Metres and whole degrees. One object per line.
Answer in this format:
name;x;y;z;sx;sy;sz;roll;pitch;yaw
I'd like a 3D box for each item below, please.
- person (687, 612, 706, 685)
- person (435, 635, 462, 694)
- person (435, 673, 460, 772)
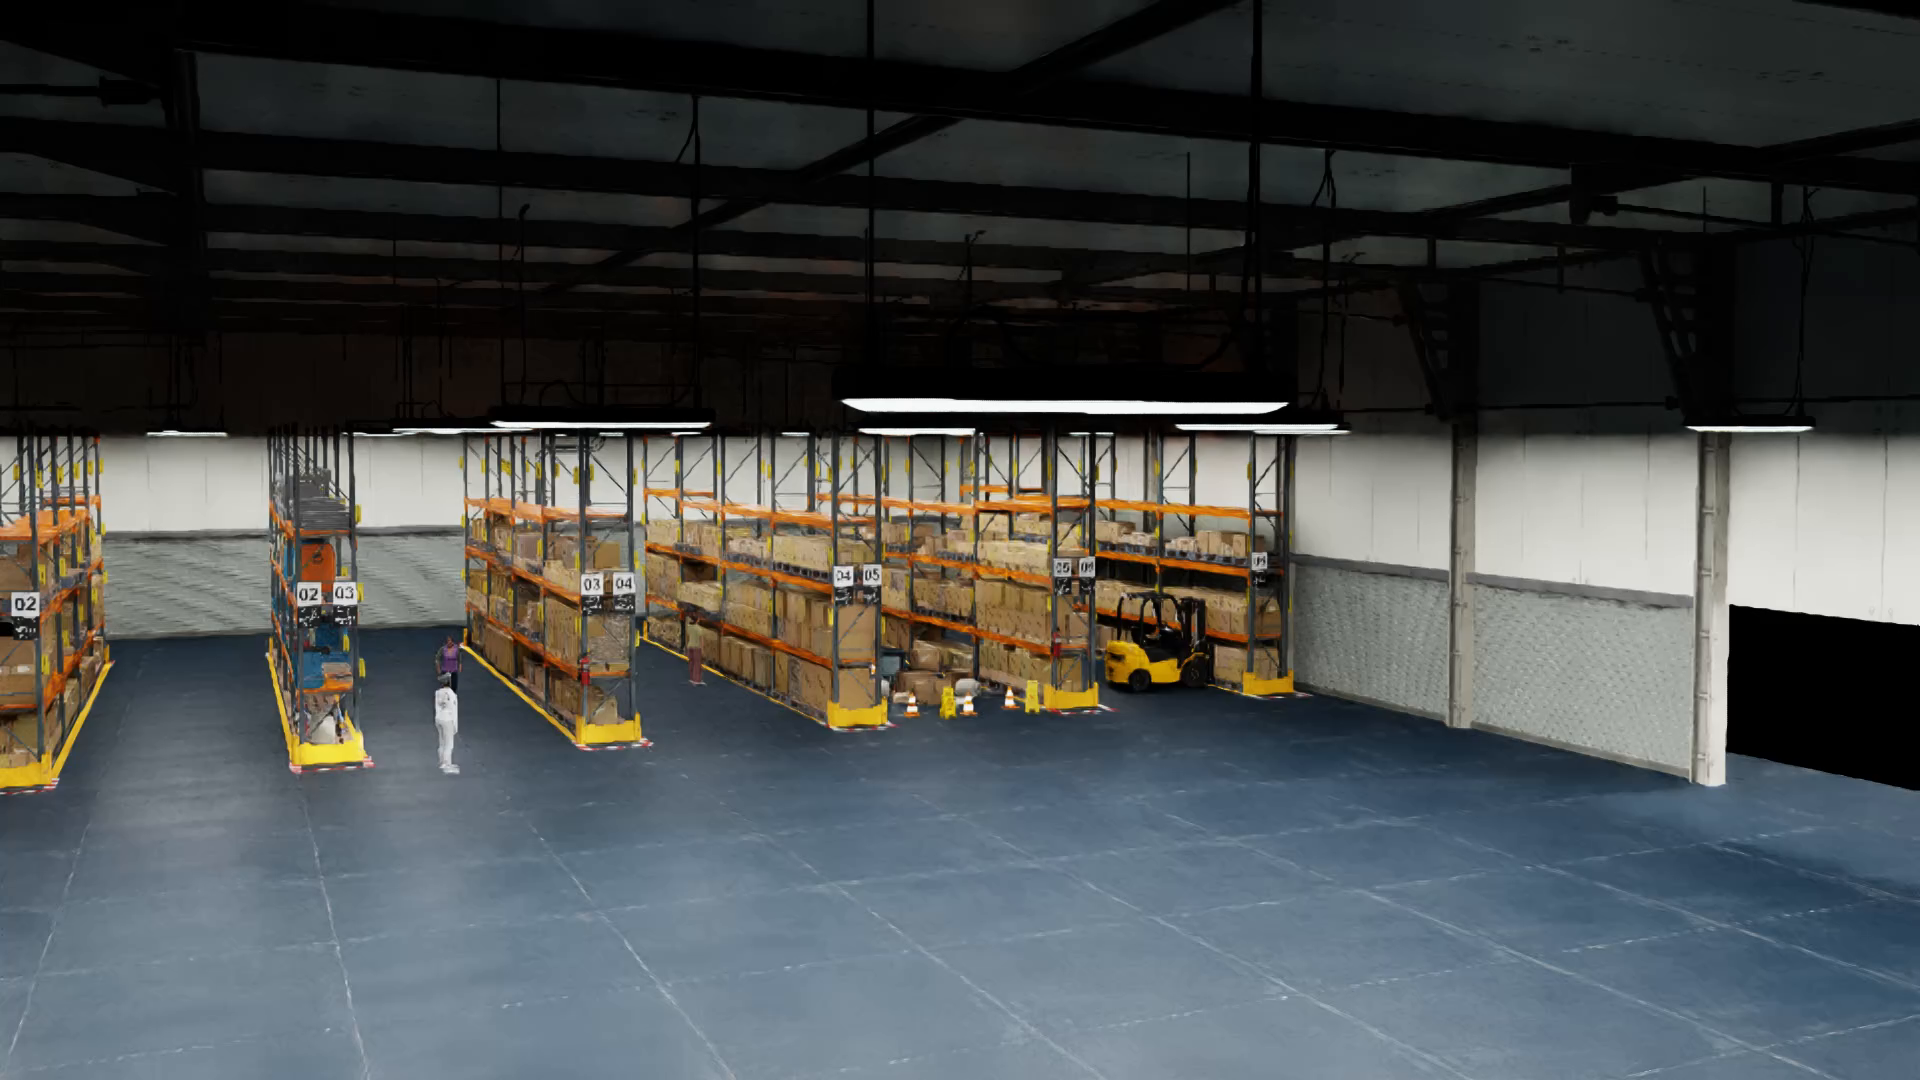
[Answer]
person;-6.107;2.514;38.585;0.494;1.673;0.434;2;4;34
person;-10.918;2.790;35.508;0.566;1.541;0.519;-2;4;-27
person;-8.781;3.128;28.548;0.537;1.677;0.416;3;4;37
